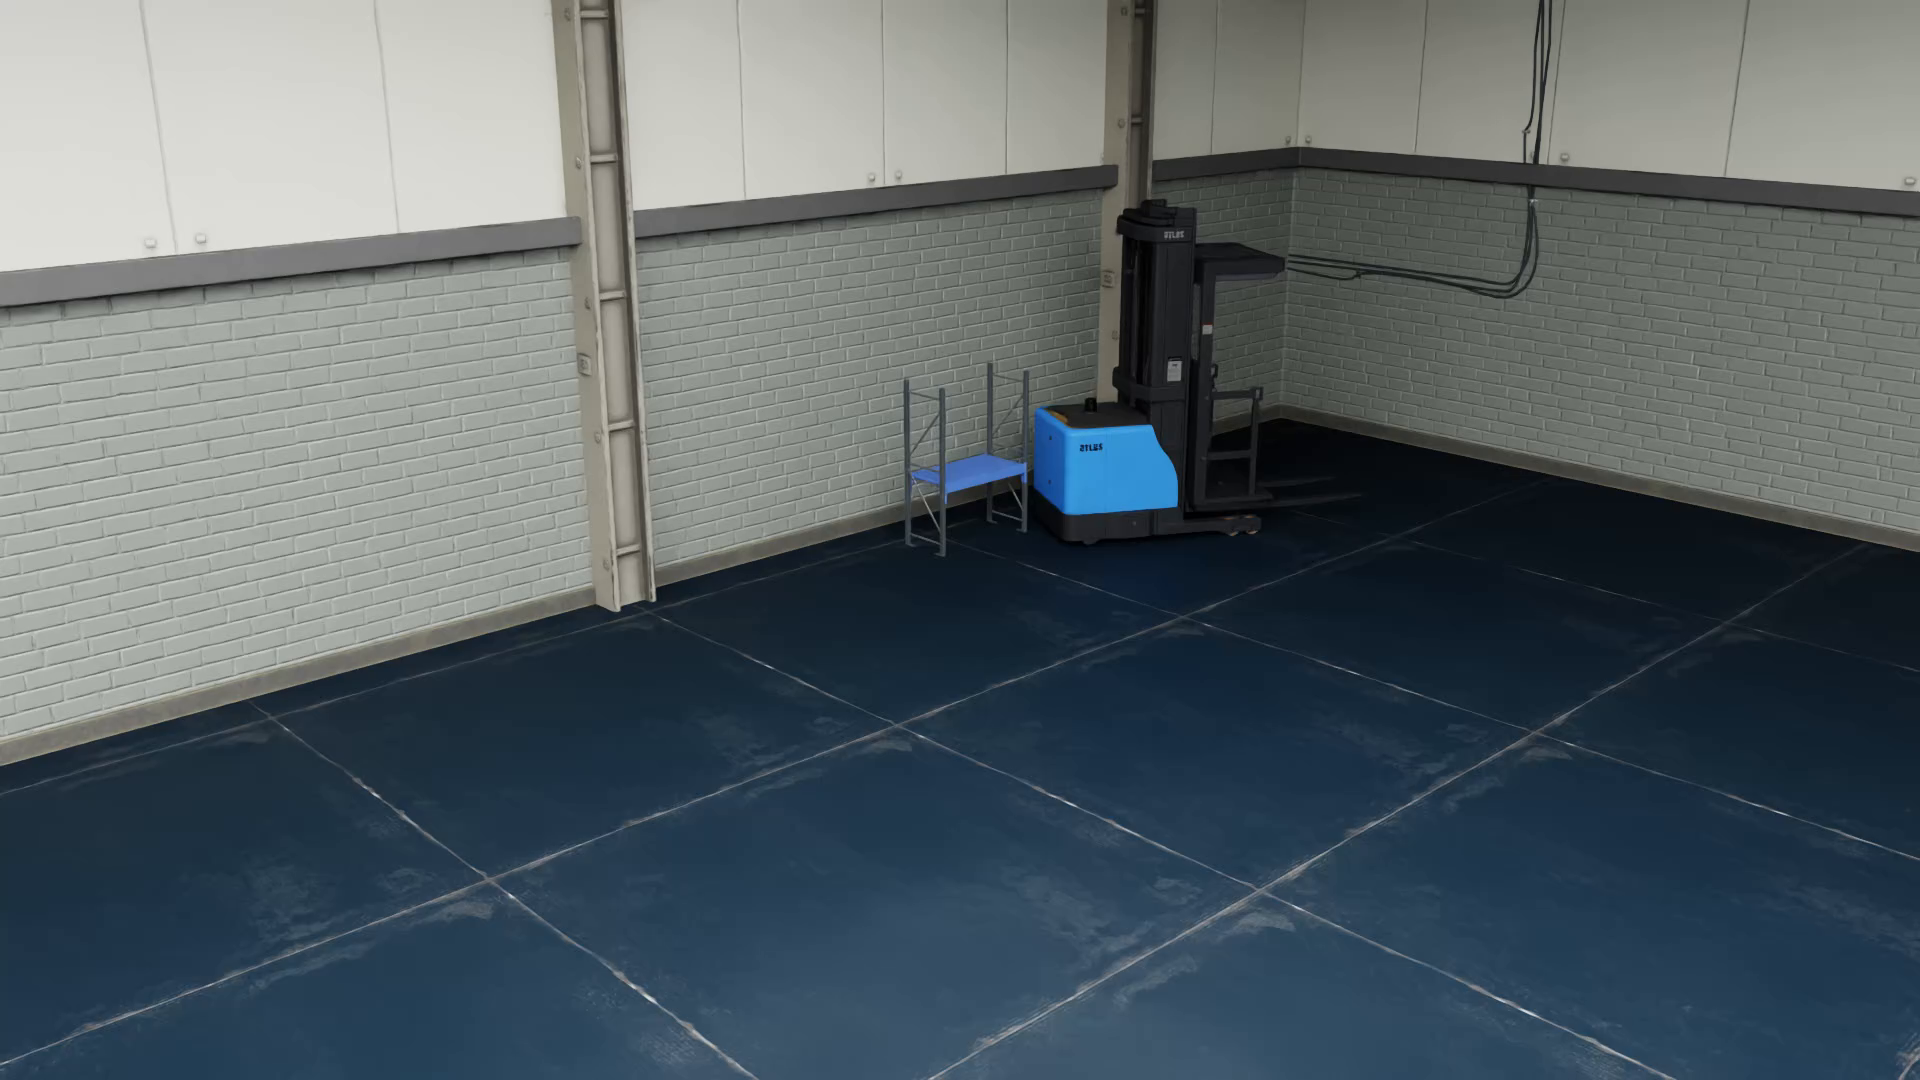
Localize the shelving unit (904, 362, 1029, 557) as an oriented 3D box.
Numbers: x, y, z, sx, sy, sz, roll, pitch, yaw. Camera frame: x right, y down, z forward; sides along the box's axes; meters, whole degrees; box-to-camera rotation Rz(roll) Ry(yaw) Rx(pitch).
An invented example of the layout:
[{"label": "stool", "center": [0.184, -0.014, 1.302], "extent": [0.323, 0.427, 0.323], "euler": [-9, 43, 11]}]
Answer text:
[{"label": "shelving unit", "center": [0.062, -0.732, 14.809], "extent": [1.048, 1.500, 0.538], "euler": [-16, 24, -41]}]

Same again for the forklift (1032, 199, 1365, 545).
[{"label": "forklift", "center": [2.249, -1.584, 15.119], "extent": [3.031, 2.935, 1.130], "euler": [-5, 19, -15]}]

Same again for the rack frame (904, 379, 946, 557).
[{"label": "rack frame", "center": [-0.307, -0.624, 14.477], "extent": [0.032, 1.500, 0.500], "euler": [-16, 24, -41]}]

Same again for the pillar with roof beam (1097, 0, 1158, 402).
[{"label": "pillar with roof beam", "center": [4.614, -4.089, 13.005], "extent": [0.400, 9.000, 9.100], "euler": [-16, 24, -41]}]

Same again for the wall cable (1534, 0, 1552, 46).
[{"label": "wall cable", "center": [6.564, -5.700, 14.822], "extent": [0.112, 2.526, 3.097], "euler": [-16, 24, -41]}]

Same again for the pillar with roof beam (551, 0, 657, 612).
[{"label": "pillar with roof beam", "center": [0.254, -2.817, 9.084], "extent": [0.400, 9.000, 9.100], "euler": [-16, 24, -41]}]

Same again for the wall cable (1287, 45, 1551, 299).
[{"label": "wall cable", "center": [4.705, -3.904, 17.471], "extent": [0.112, 2.526, 3.097], "euler": [-16, 24, -41]}]

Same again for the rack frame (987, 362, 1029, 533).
[{"label": "rack frame", "center": [0.431, -0.839, 15.141], "extent": [0.032, 1.500, 0.500], "euler": [-16, 24, -41]}]

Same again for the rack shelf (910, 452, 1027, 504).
[{"label": "rack shelf", "center": [0.062, -0.560, 14.865], "extent": [1.000, 0.185, 0.538], "euler": [-16, 24, -41]}]
